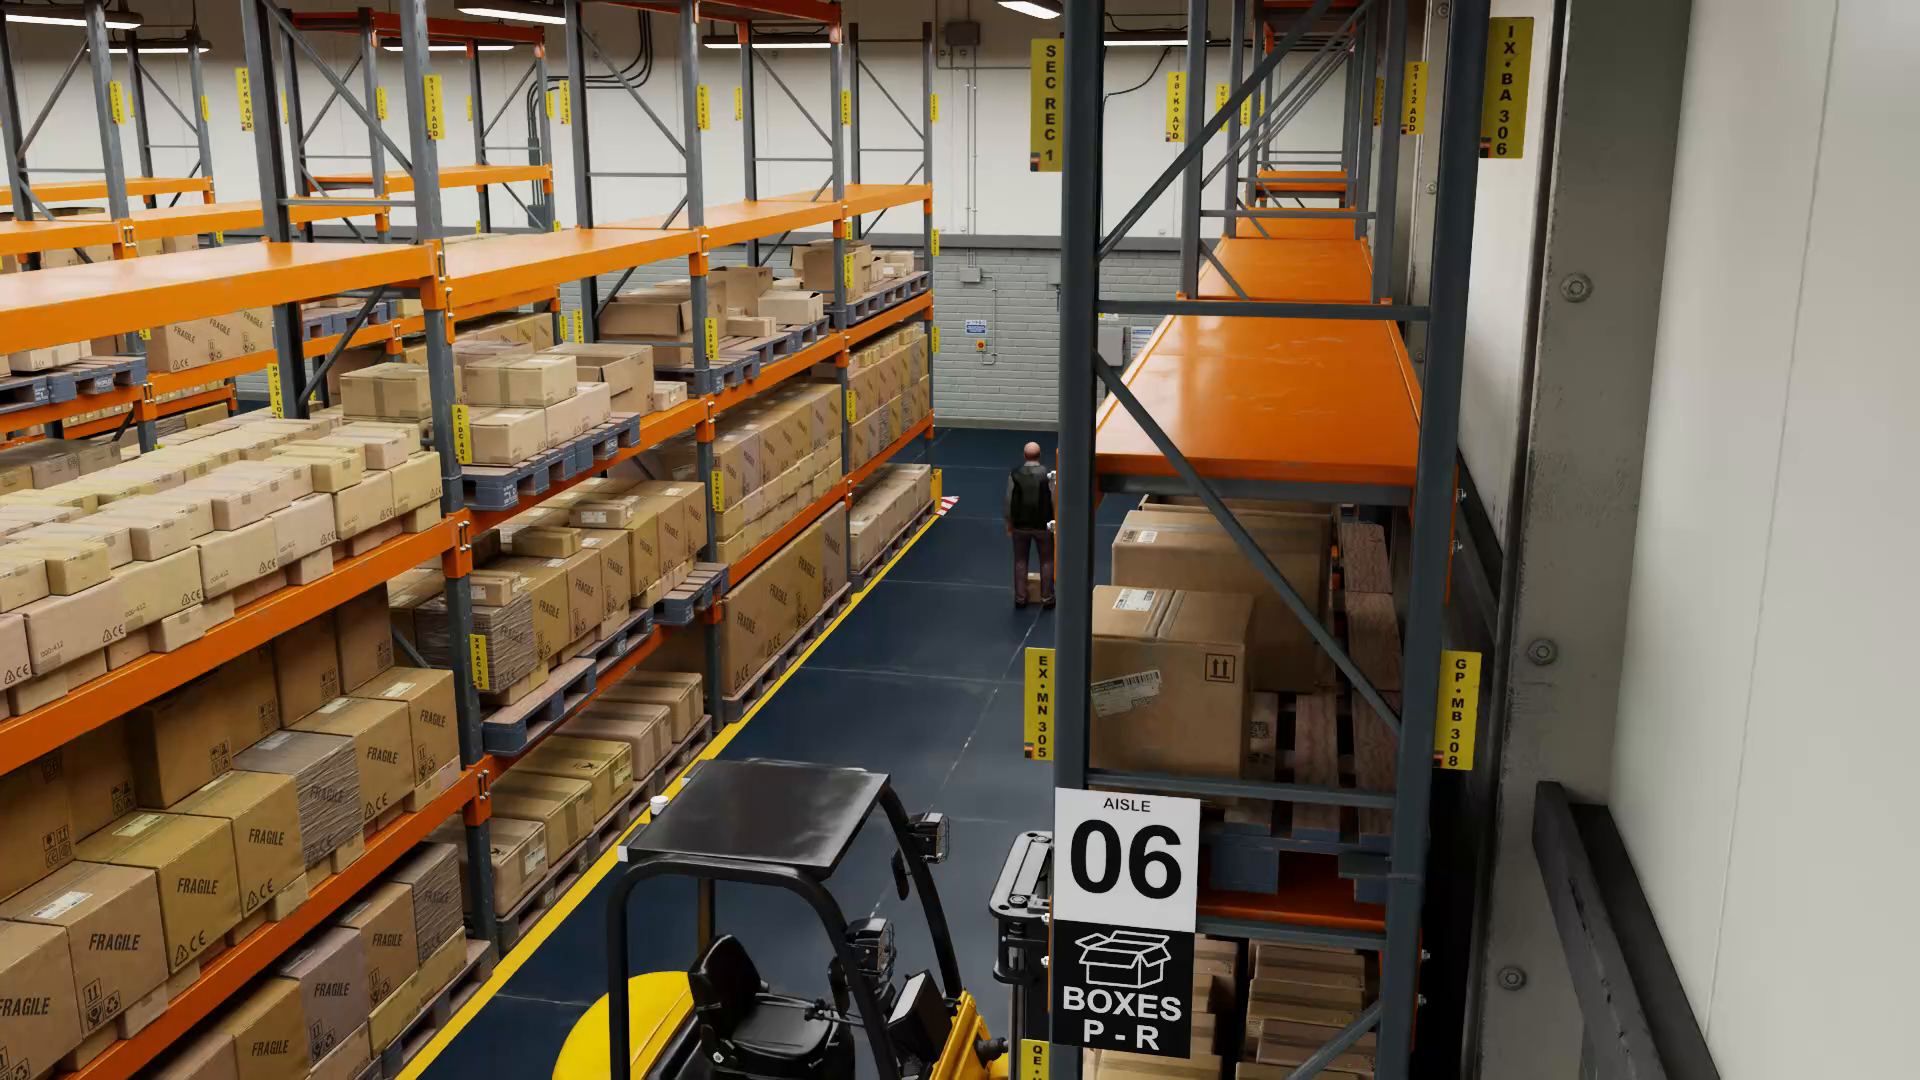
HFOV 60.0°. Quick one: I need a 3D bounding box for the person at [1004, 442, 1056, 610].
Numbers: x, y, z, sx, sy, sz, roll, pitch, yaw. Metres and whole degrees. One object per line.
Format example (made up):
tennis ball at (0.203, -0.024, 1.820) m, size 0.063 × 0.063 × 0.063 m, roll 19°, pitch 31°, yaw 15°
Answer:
person at (0.745, -0.145, 17.048) m, size 0.578 × 1.719 × 0.376 m, roll 2°, pitch 15°, yaw 9°
